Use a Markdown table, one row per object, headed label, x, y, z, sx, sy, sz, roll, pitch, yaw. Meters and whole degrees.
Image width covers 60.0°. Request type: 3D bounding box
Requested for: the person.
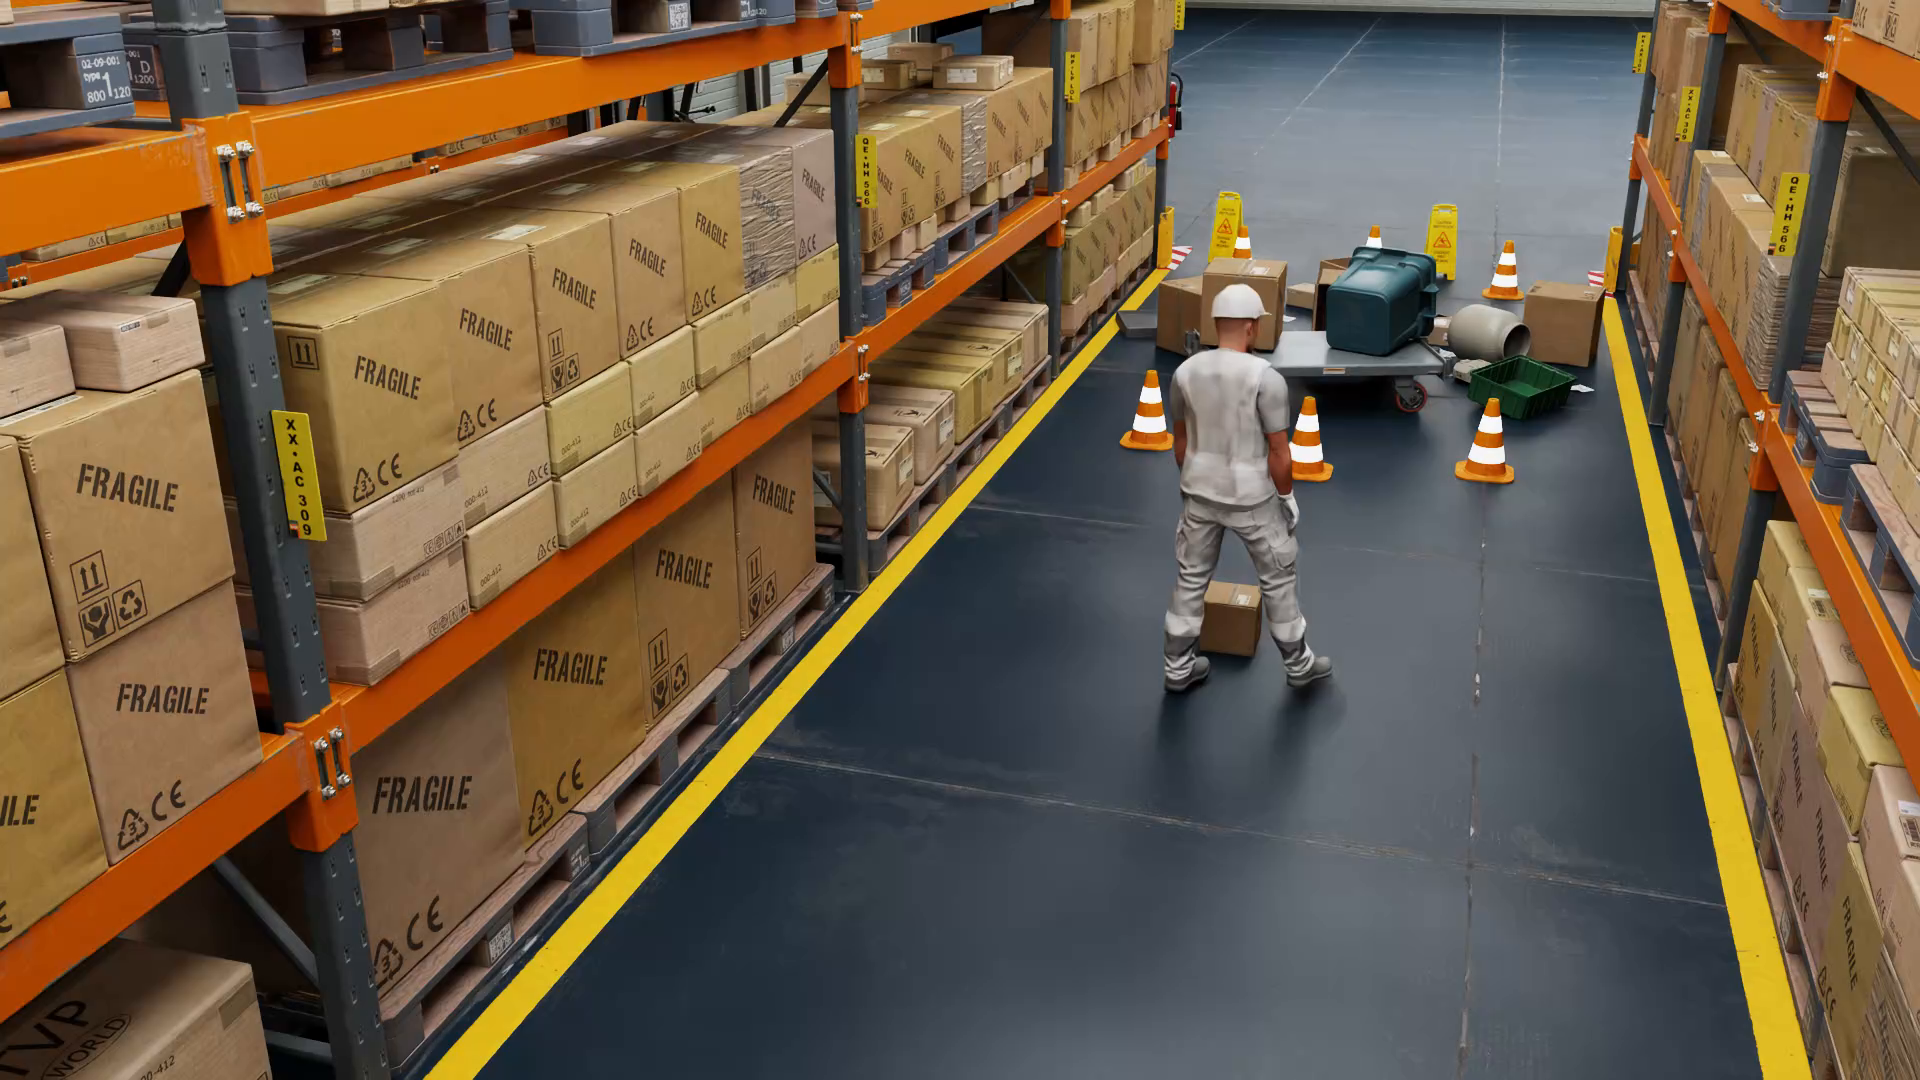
| label | x | y | z | sx | sy | sz | roll | pitch | yaw |
| --- | --- | --- | --- | --- | --- | --- | --- | --- | --- |
| person | 16.174 | -1.594 | 10.602 | 21.024 | 1.748 | 23.708 | 14 | 26 | 32 |
